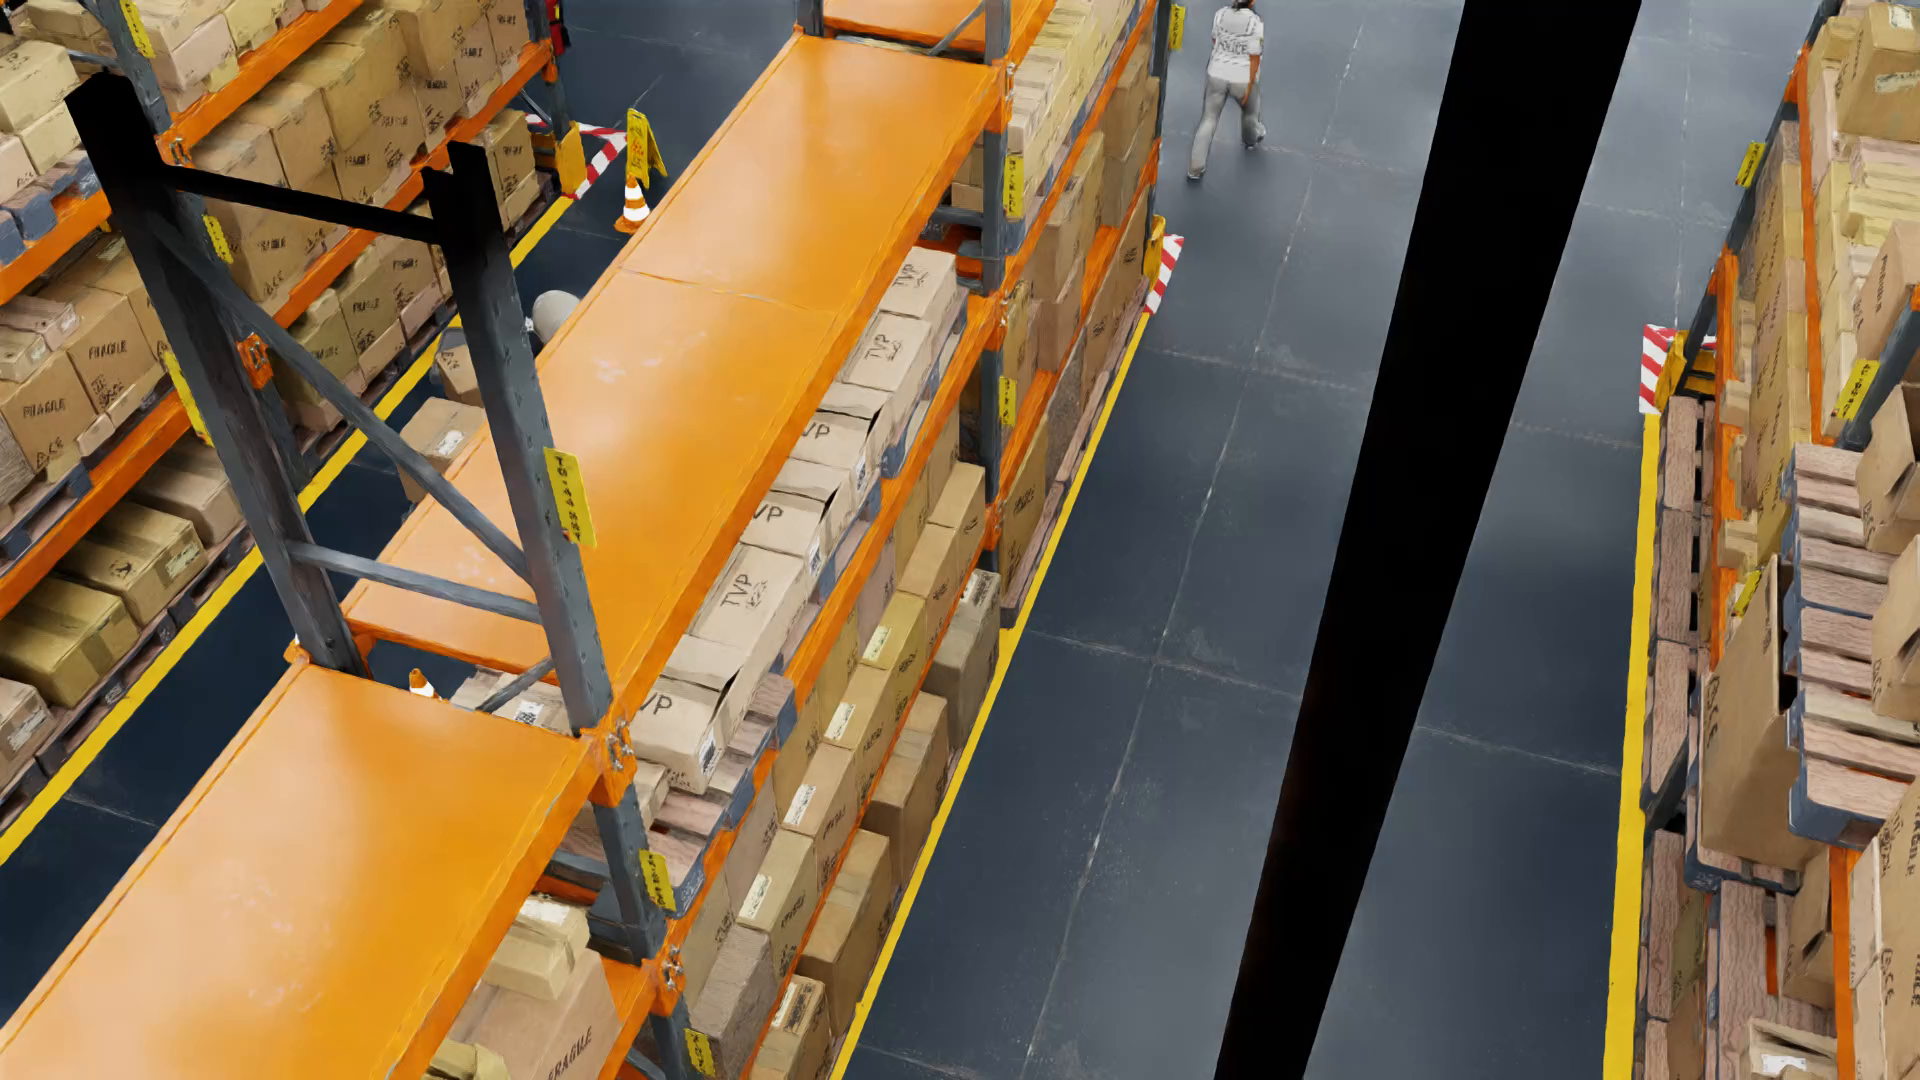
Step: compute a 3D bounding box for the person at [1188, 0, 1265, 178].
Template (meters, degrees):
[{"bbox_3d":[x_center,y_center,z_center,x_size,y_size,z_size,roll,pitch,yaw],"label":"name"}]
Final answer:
[{"bbox_3d":[2.264,-3.876,13.788,0.477,1.597,1.003,20,49,19],"label":"person"}]
